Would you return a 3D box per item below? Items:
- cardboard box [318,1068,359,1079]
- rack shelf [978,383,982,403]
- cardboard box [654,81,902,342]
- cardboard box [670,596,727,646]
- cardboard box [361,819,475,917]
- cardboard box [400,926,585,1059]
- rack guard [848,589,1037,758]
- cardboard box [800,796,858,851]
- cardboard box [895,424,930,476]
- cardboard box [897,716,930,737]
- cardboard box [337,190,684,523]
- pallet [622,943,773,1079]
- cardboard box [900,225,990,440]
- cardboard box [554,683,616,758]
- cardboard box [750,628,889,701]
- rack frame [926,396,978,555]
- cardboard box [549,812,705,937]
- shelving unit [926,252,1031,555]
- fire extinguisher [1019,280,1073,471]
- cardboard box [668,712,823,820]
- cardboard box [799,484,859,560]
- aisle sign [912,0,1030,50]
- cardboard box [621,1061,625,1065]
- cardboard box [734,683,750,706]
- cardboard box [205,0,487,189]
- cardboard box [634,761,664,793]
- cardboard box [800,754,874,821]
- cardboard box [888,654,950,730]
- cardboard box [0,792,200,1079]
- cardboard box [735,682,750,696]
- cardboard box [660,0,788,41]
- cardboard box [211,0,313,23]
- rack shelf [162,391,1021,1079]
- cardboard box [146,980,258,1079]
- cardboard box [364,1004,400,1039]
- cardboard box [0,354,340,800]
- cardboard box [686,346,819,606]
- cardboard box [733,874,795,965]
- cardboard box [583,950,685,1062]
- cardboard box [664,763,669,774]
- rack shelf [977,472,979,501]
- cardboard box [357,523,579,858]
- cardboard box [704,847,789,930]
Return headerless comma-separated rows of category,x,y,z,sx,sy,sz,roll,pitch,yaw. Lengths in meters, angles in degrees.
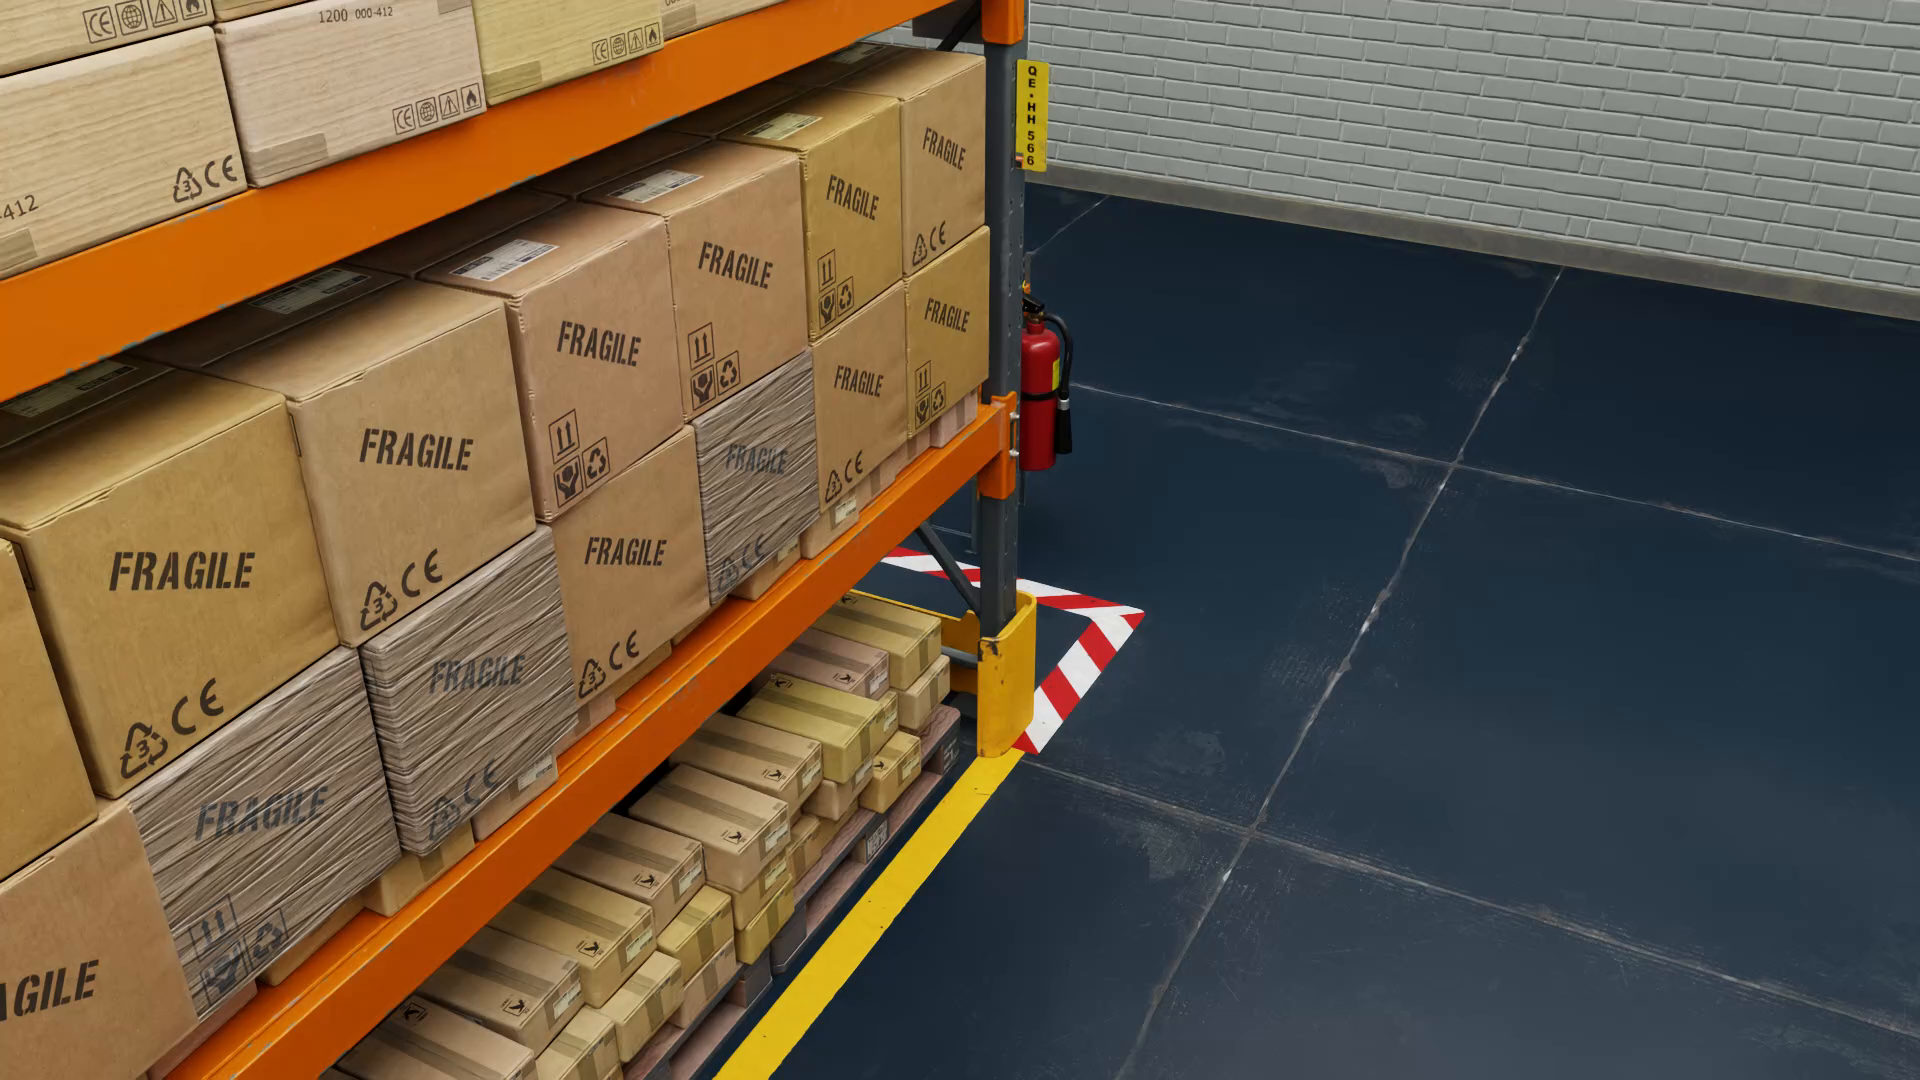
cardboard box,-1.403,1.353,3.725,0.380,0.149,0.250,13,32,22
rack shelf,0.075,-0.729,7.001,0.258,0.148,0.480,14,33,23
cardboard box,-0.488,-0.880,4.367,0.500,0.500,0.500,13,32,22
cardboard box,-0.833,0.111,4.297,0.380,0.149,0.250,13,32,21
cardboard box,-1.244,0.596,3.453,0.380,0.149,0.250,15,33,24
cardboard box,-1.164,1.119,4.132,0.380,0.149,0.250,13,32,21
rack guard,-0.305,0.360,6.121,1.175,0.500,0.348,14,33,23
cardboard box,-0.549,0.812,5.266,0.380,0.149,0.250,14,33,23
cardboard box,-0.314,-0.338,5.079,0.380,0.149,0.250,14,33,23
cardboard box,-0.325,0.577,5.674,0.380,0.149,0.250,15,33,24
cardboard box,-0.955,-0.412,3.552,0.500,0.500,0.500,13,32,22
pallet,-1.264,1.376,4.642,1.003,0.211,1.213,14,33,23
cardboard box,-0.246,-0.672,5.010,0.500,0.500,0.500,15,33,24
cardboard box,-1.035,0.349,3.883,0.380,0.149,0.250,16,33,25
cardboard box,-0.452,0.429,5.335,0.380,0.149,0.250,15,33,24
rack frame,-0.036,-0.486,6.891,0.240,1.200,0.015,14,33,23
cardboard box,-0.923,0.896,4.520,0.380,0.149,0.250,13,32,22
shelving unit,0.075,-0.594,7.079,0.258,1.200,0.503,14,33,23
fire extinguisher,0.255,-0.569,5.682,0.296,0.674,0.183,14,33,23
cardboard box,-0.631,0.673,4.910,0.380,0.149,0.250,13,32,21
cardboard box,-0.510,-0.105,4.674,0.380,0.149,0.250,15,33,25
aisle sign,0.030,-1.849,4.848,0.394,0.787,0.004,14,33,23
cardboard box,-1.034,1.263,4.480,0.380,0.149,0.250,15,33,25
cardboard box,-0.913,0.450,5.596,0.380,0.149,0.250,14,33,23
cardboard box,-1.172,-0.816,2.798,0.500,0.250,0.500,16,33,25
cardboard box,-1.159,0.668,5.217,0.380,0.149,0.250,15,33,25
cardboard box,-0.492,0.697,5.167,0.380,0.149,0.250,13,32,21
cardboard box,-0.257,0.466,5.568,0.380,0.149,0.250,13,32,22
cardboard box,-1.643,0.681,2.653,0.500,0.500,0.500,14,33,22
cardboard box,-0.830,0.343,5.484,0.380,0.149,0.250,15,33,24
cardboard box,-0.706,-1.287,3.618,0.500,0.250,0.500,16,33,25
cardboard box,-1.187,-1.036,2.678,0.500,0.250,0.500,15,33,24
rack shelf,-1.182,0.441,4.193,1.077,0.370,4.000,14,33,23
cardboard box,-1.546,0.812,3.077,0.380,0.149,0.250,13,32,21
cardboard box,-1.573,1.163,4.355,0.380,0.149,0.250,13,32,21
cardboard box,-1.448,0.032,2.780,0.500,0.500,0.500,13,32,22
cardboard box,-0.708,-0.218,4.219,0.500,0.500,0.500,14,33,23
cardboard box,-0.710,1.051,4.848,0.380,0.149,0.250,13,32,21
cardboard box,-0.951,1.167,4.348,0.380,0.149,0.250,15,33,24
cardboard box,-0.948,0.702,5.456,0.380,0.149,0.250,15,33,24
rack shelf,0.075,-0.363,7.211,0.258,0.148,0.480,14,33,23
cardboard box,-1.162,0.245,3.413,0.500,0.500,0.500,14,33,22
cardboard box,-0.716,0.929,4.762,0.380,0.149,0.250,15,33,24
